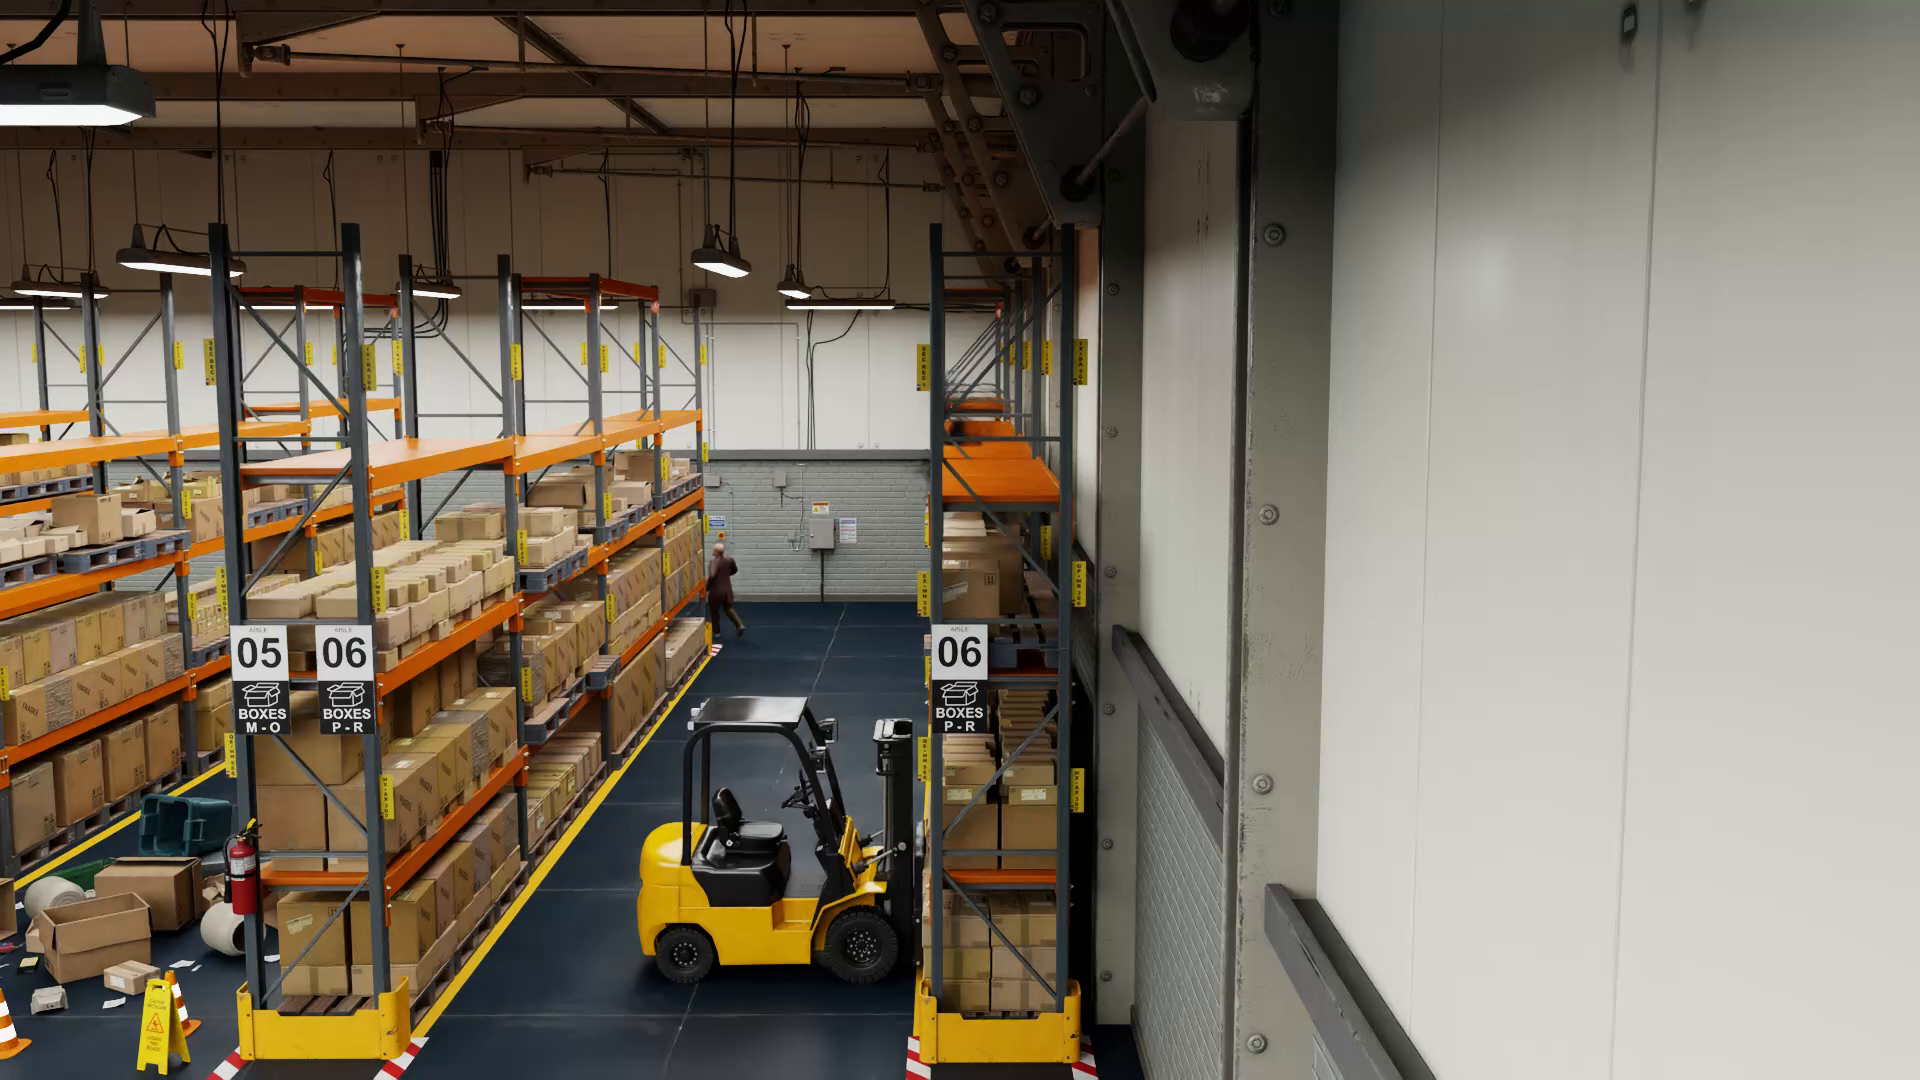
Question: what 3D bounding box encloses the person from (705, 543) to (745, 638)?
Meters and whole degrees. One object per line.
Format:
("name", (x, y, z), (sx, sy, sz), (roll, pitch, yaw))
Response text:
("person", (-4.257, 0.888, 29.152), (0.763, 1.717, 1.022), (-6, 9, -40))
